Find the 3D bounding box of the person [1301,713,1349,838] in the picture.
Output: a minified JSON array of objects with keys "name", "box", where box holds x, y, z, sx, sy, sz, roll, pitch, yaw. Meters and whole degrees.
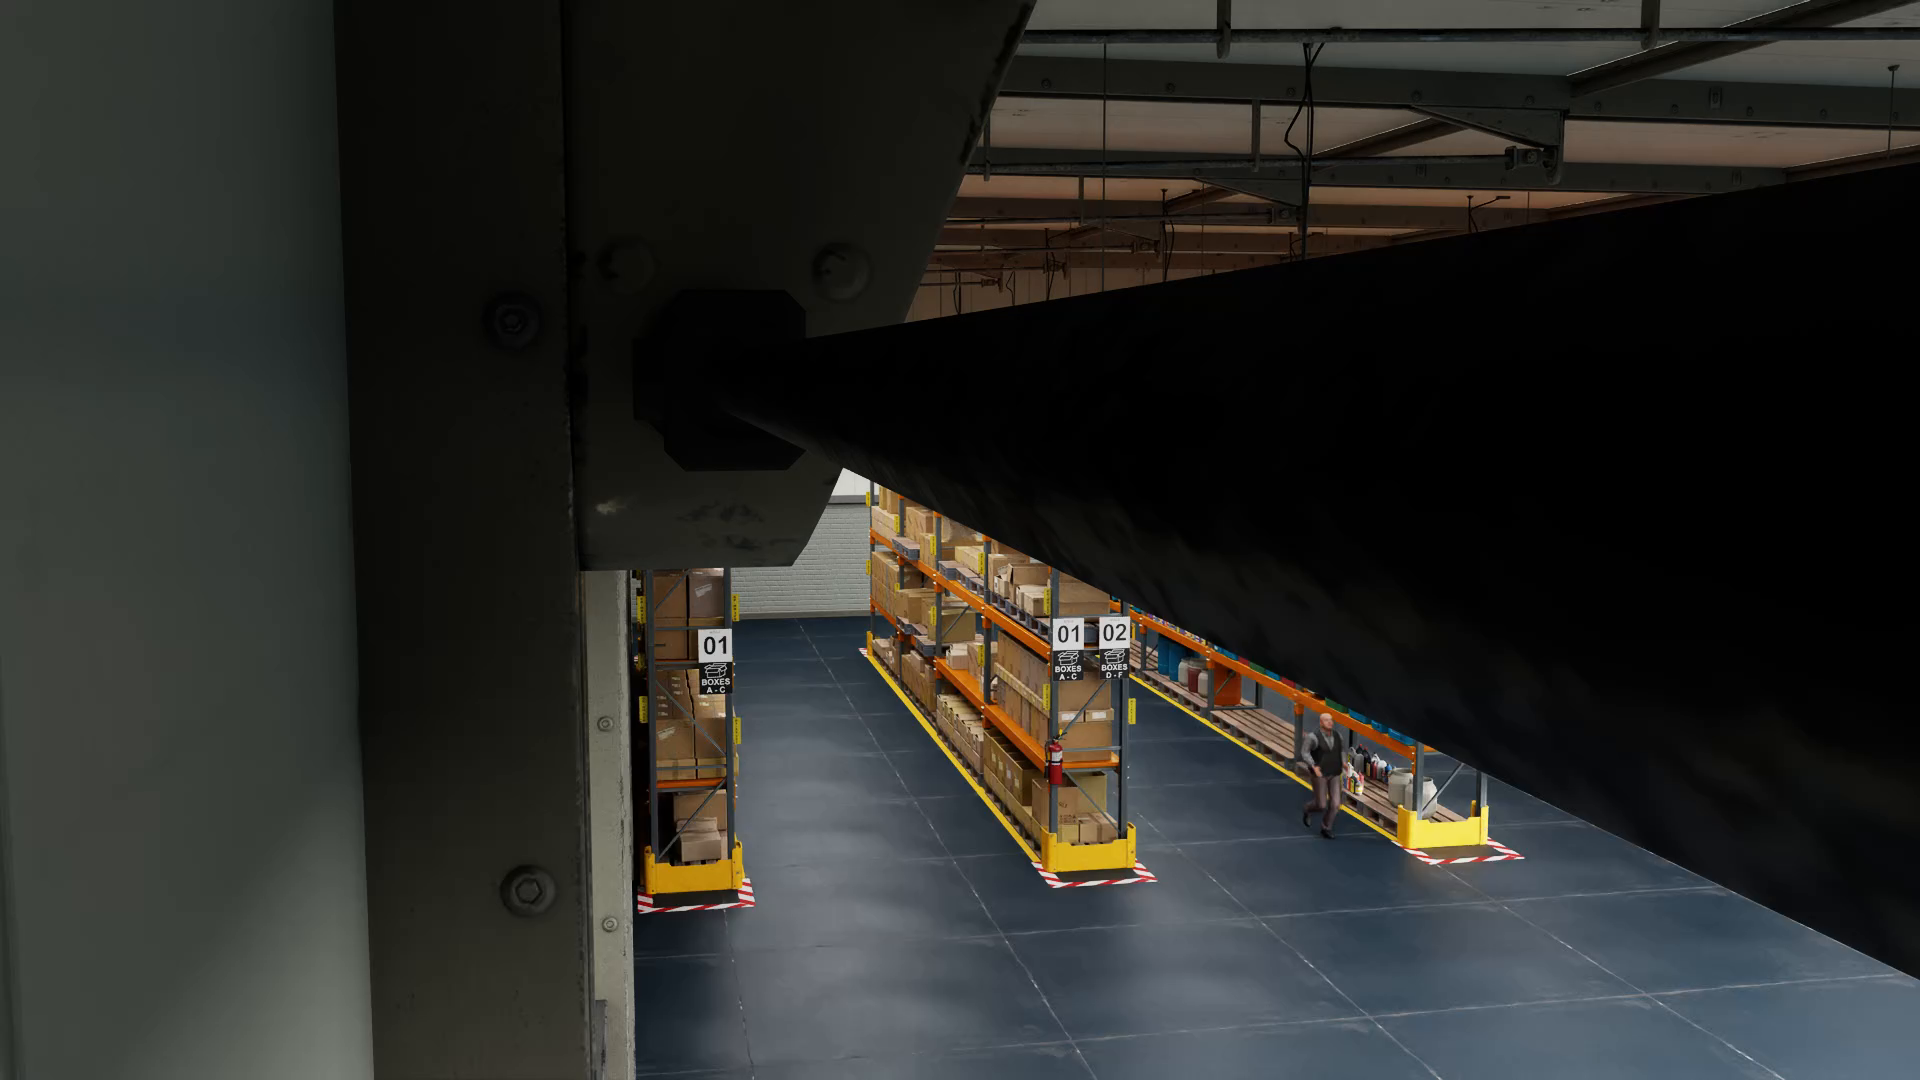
[{"name":"person","box":[4.938,3.160,22.444,0.659,1.669,0.602,-1,6,-14]}]
